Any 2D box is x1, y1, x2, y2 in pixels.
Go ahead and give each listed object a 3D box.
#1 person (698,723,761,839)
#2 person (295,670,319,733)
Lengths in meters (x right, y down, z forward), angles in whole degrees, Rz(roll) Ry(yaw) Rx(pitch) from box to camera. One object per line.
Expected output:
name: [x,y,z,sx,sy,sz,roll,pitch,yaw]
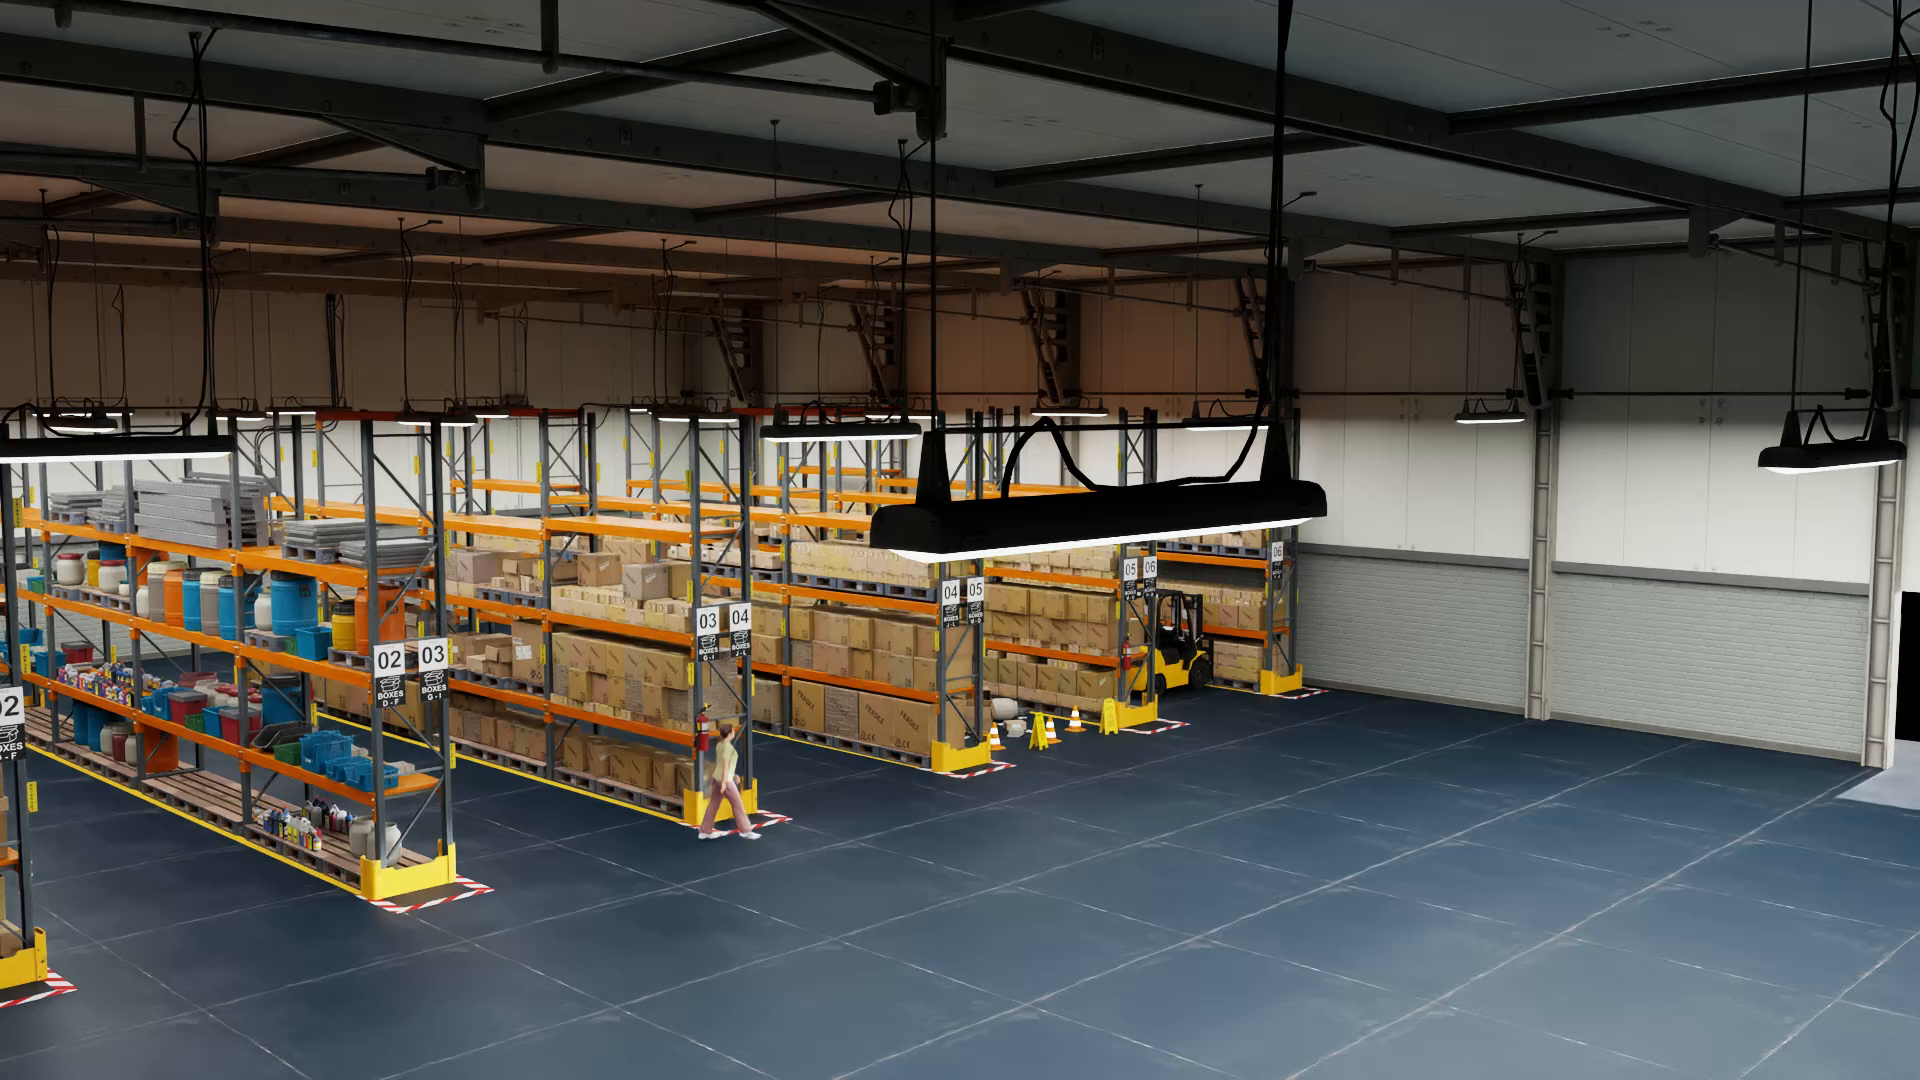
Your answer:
person: [-3.293,3.423,23.586,0.860,1.652,0.475,-2,6,-24]
person: [-11.492,2.918,29.020,1.099,1.664,0.513,4,7,41]
